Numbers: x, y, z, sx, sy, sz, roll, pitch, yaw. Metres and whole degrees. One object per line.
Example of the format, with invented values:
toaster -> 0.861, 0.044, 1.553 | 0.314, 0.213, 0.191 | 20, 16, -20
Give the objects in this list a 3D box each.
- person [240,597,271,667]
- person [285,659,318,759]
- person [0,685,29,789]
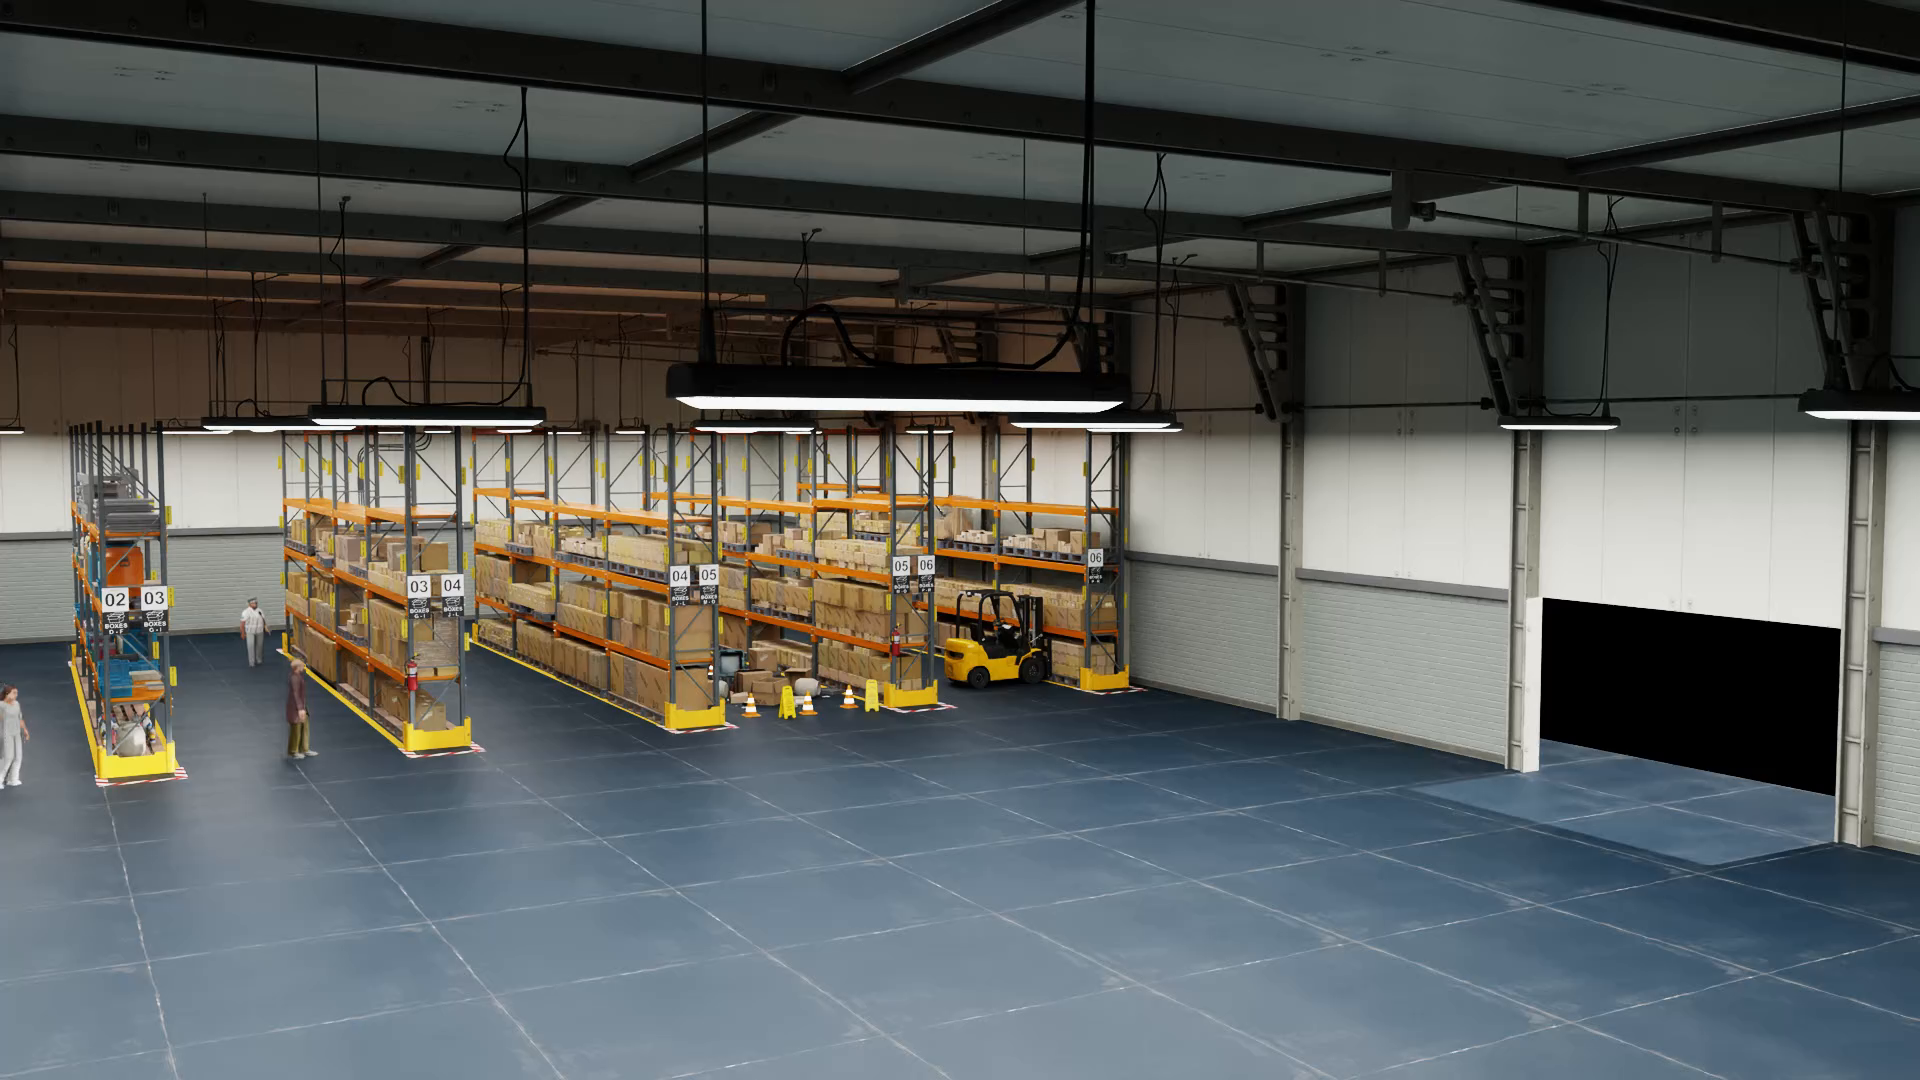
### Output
person -> -17.588, 2.284, 41.514 | 0.685, 1.717, 1.051 | -2, 4, -25
person -> -11.790, 3.014, 29.637 | 0.483, 1.781, 0.633 | 0, 4, -4
person -> -15.605, 3.225, 27.318 | 0.372, 1.696, 0.571 | 1, 4, 15
